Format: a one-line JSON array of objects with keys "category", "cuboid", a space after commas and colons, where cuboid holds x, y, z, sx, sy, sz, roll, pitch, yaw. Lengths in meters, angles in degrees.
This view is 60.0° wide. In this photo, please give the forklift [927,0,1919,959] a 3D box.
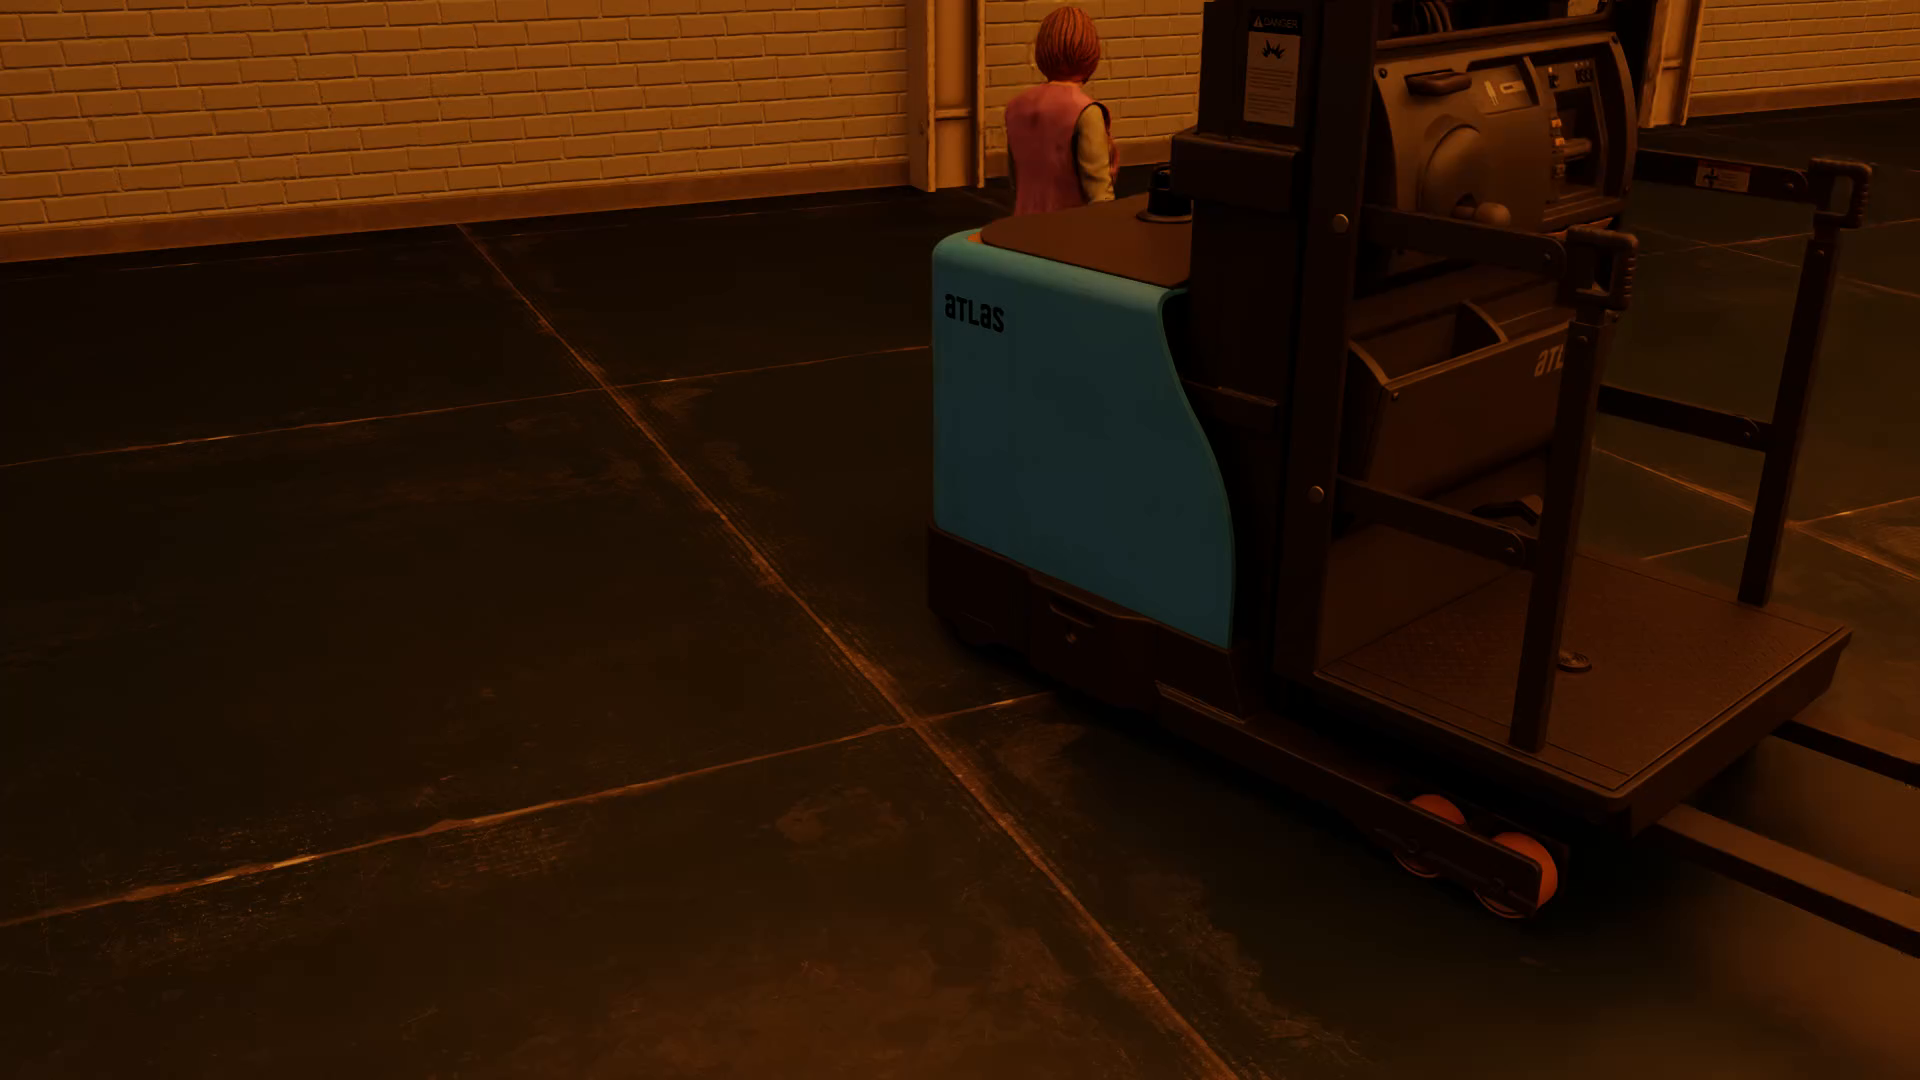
[{"category": "forklift", "cuboid": [1.278, -0.825, 3.271, 1.130, 2.935, 3.031, -19, 29, -38]}]

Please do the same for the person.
[{"category": "person", "cuboid": [0.395, -0.811, 5.049, 0.813, 1.538, 0.605, -19, 29, -39]}]
